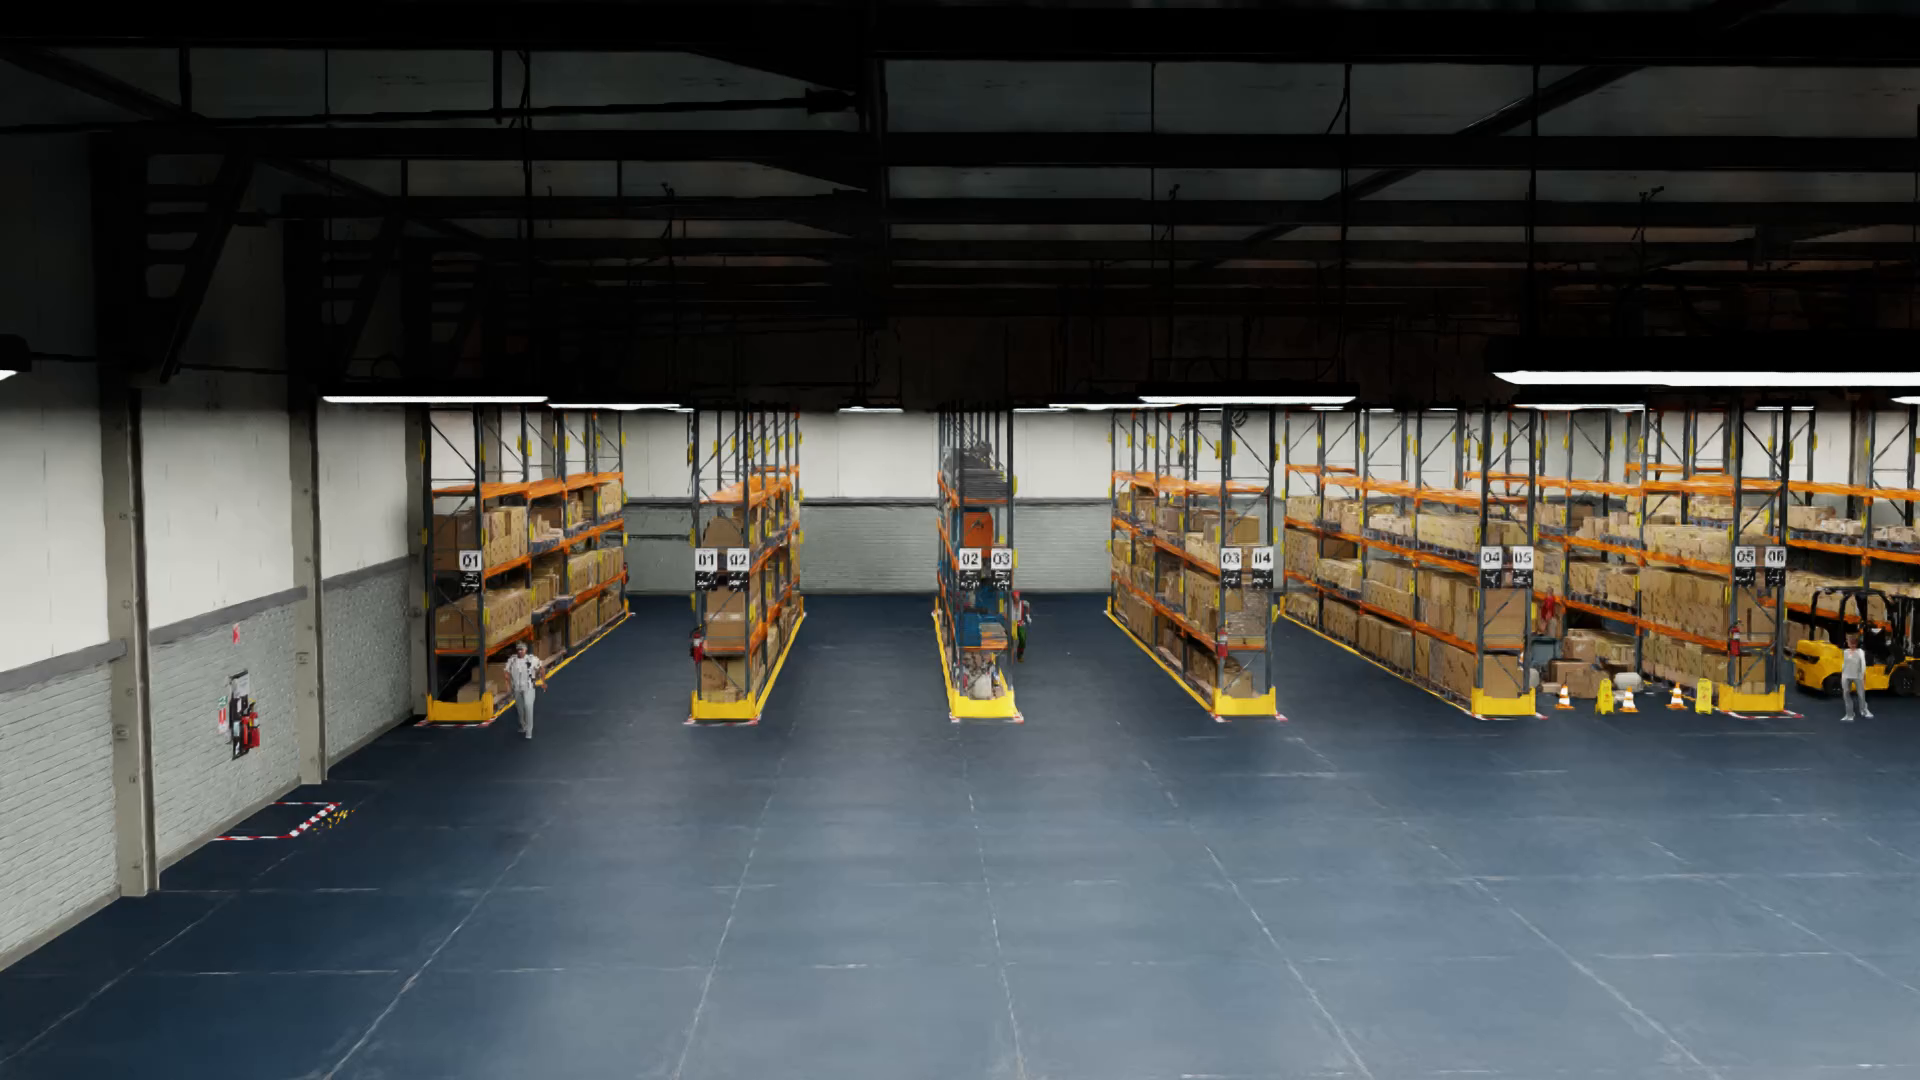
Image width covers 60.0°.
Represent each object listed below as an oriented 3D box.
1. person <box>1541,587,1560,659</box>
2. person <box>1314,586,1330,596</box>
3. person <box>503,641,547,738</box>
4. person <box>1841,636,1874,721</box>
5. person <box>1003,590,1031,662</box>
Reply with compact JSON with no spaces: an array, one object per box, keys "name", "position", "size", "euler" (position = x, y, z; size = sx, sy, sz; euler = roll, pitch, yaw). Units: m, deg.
[{"name":"person","position":[13.603,1.971,38.364],"size":[0.567,1.773,0.631],"euler":[2,5,22]},{"name":"person","position":[10.582,1.134,48.768],"size":[0.547,1.790,0.691],"euler":[-2,5,-20]},{"name":"person","position":[-7.771,2.625,29.605],"size":[0.695,1.714,0.837],"euler":[0,4,3]},{"name":"person","position":[16.756,2.577,31.106],"size":[0.623,1.584,0.534],"euler":[-4,6,-40]},{"name":"person","position":[1.293,1.969,38.139],"size":[0.658,1.691,0.930],"euler":[0,4,2]}]
